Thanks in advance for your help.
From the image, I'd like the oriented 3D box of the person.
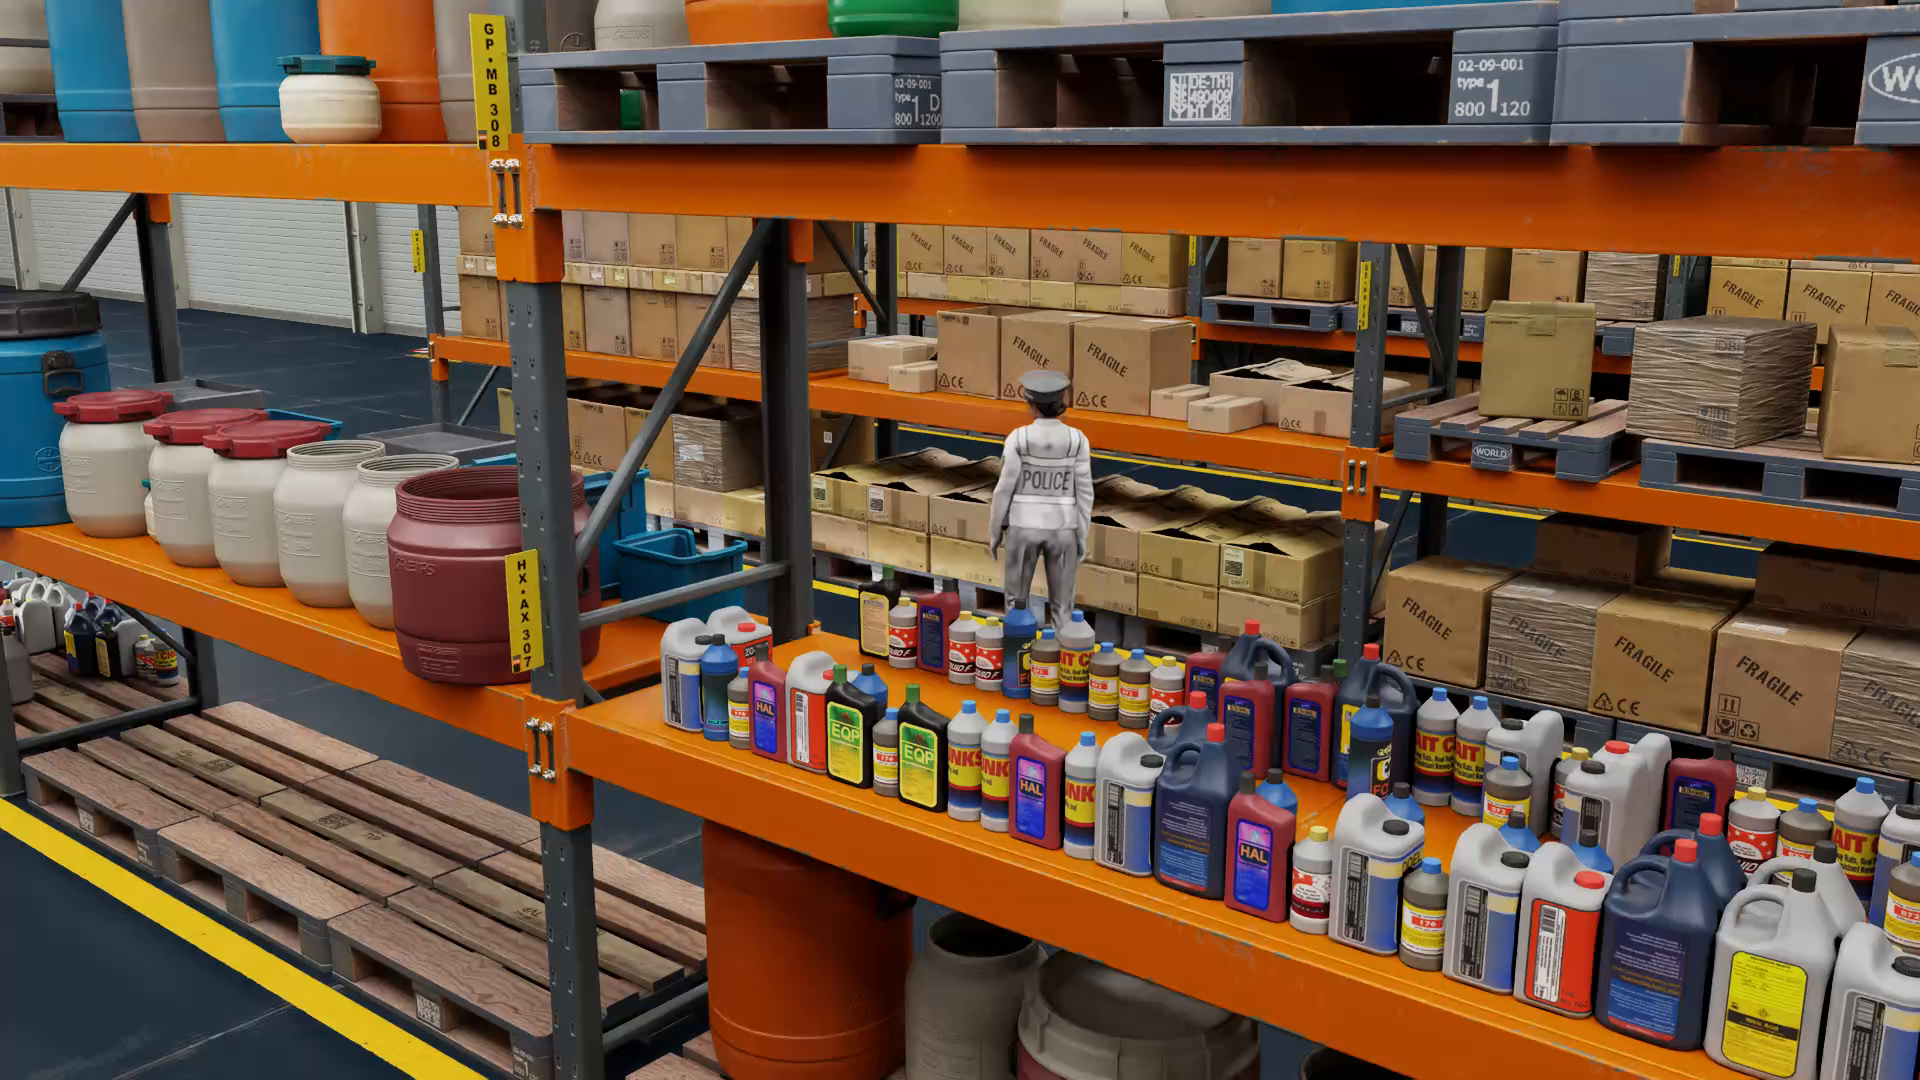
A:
[{"bbox_3d":[0.413,-0.016,8.423,0.522,1.679,0.405,-1,13,-2],"label":"person"}]
